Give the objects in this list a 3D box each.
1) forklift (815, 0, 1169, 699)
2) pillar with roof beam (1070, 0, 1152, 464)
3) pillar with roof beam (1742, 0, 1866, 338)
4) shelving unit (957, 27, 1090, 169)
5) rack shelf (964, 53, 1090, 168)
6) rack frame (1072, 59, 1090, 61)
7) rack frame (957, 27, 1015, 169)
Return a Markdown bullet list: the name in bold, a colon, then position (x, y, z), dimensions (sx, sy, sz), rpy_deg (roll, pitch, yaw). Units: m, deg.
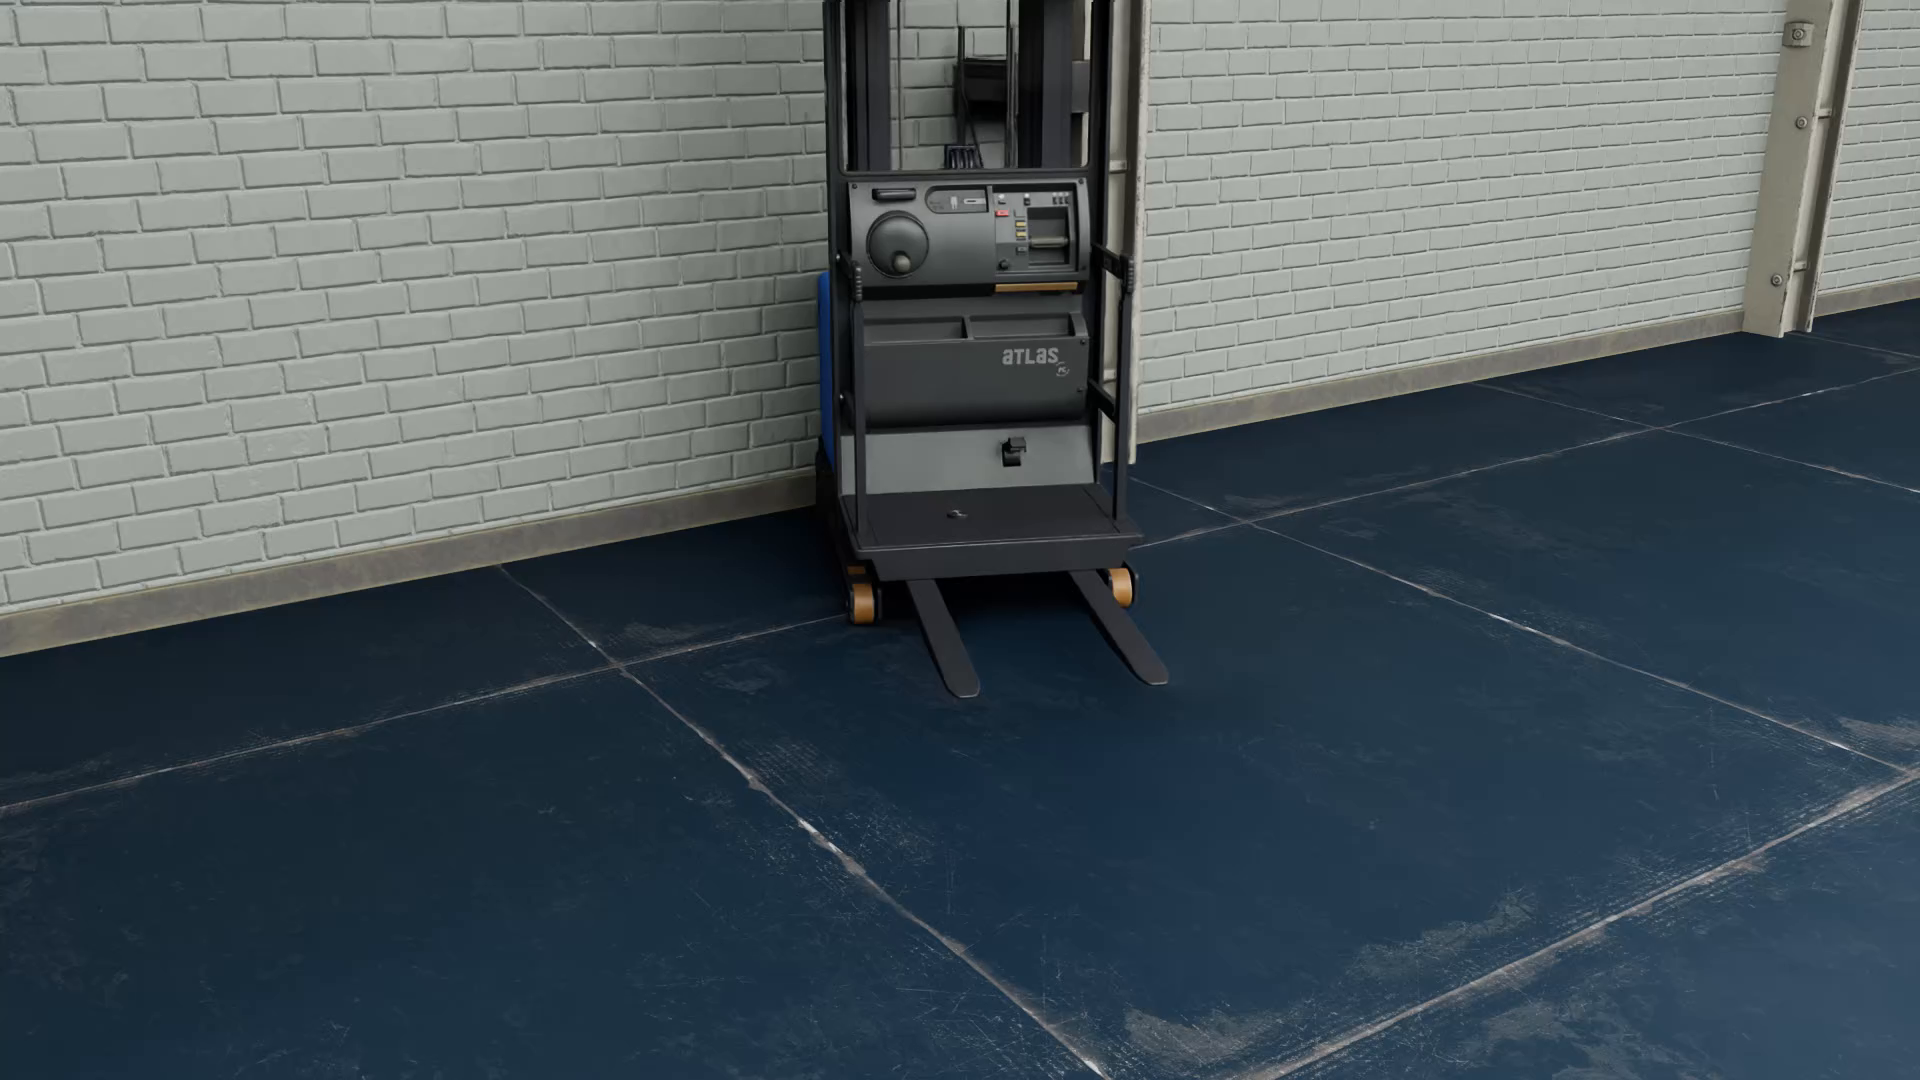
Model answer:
- **forklift**: position (0.076, -1.189, 6.186), dimensions (1.130, 2.935, 3.031), rpy_deg (-3, 19, -9)
- **pillar with roof beam**: position (3.010, -3.507, 3.569), dimensions (0.400, 9.000, 9.100), rpy_deg (-12, 22, -31)
- **pillar with roof beam**: position (8.021, -4.564, 6.695), dimensions (0.400, 9.000, 9.100), rpy_deg (-12, 22, -31)
- **shelving unit**: position (0.305, -1.291, 7.757), dimensions (0.503, 2.100, 0.431), rpy_deg (-12, 21, -35)
- **rack shelf**: position (0.308, -1.946, 7.553), dimensions (0.480, 0.518, 0.431), rpy_deg (-12, 21, -35)
- **rack frame**: position (0.501, -1.333, 7.895), dimensions (0.015, 2.100, 0.400), rpy_deg (-12, 21, -35)
- **rack frame**: position (0.109, -1.249, 7.618), dimensions (0.015, 2.100, 0.400), rpy_deg (-12, 21, -35)
